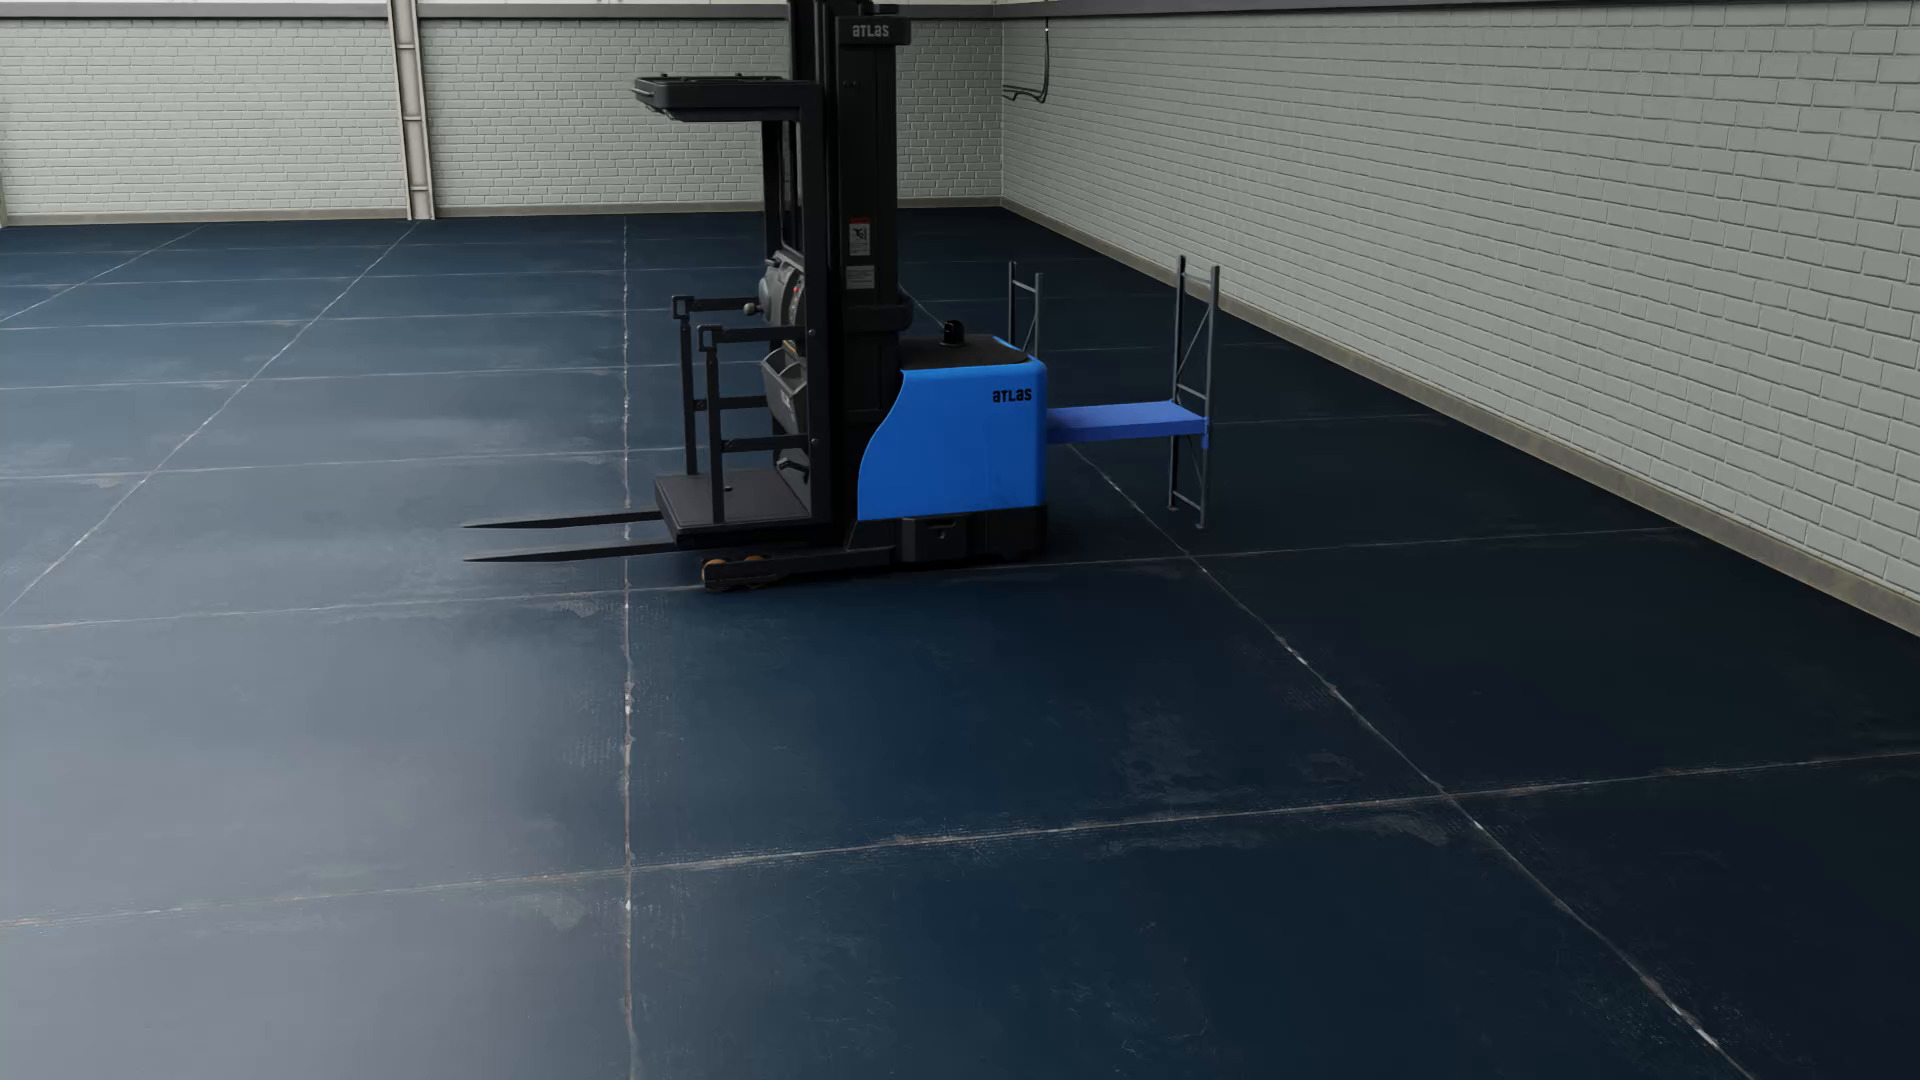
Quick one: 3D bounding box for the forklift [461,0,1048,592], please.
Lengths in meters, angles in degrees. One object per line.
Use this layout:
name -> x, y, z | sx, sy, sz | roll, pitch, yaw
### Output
forklift -> -1.104, -1.309, 8.582 | 3.031, 2.935, 1.130 | -5, 18, -16

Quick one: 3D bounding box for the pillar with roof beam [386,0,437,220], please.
pillar with roof beam -> -7.304, -7.918, 19.765 | 0.400, 9.000, 9.100 | -3, 17, -10

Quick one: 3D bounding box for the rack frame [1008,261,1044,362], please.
rack frame -> 0.357, -0.760, 9.232 | 0.032, 1.500, 0.500 | -5, 18, -16

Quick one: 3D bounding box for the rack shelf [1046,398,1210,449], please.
rack shelf -> 0.845, -0.630, 9.422 | 1.000, 0.185, 0.538 | -5, 18, -16

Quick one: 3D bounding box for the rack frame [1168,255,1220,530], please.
rack frame -> 1.332, -0.845, 9.507 | 0.032, 1.500, 0.500 | -5, 18, -16

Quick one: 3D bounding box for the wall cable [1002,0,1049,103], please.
wall cable -> 0.913, -7.792, 24.642 | 0.112, 2.526, 3.097 | -3, 17, -10

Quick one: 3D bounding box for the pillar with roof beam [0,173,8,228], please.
pillar with roof beam -> -13.196, -7.584, 18.677 | 0.400, 9.000, 9.100 | -3, 17, -10

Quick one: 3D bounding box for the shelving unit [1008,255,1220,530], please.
shelving unit -> 0.845, -0.802, 9.370 | 1.048, 1.500, 0.538 | -5, 18, -16
